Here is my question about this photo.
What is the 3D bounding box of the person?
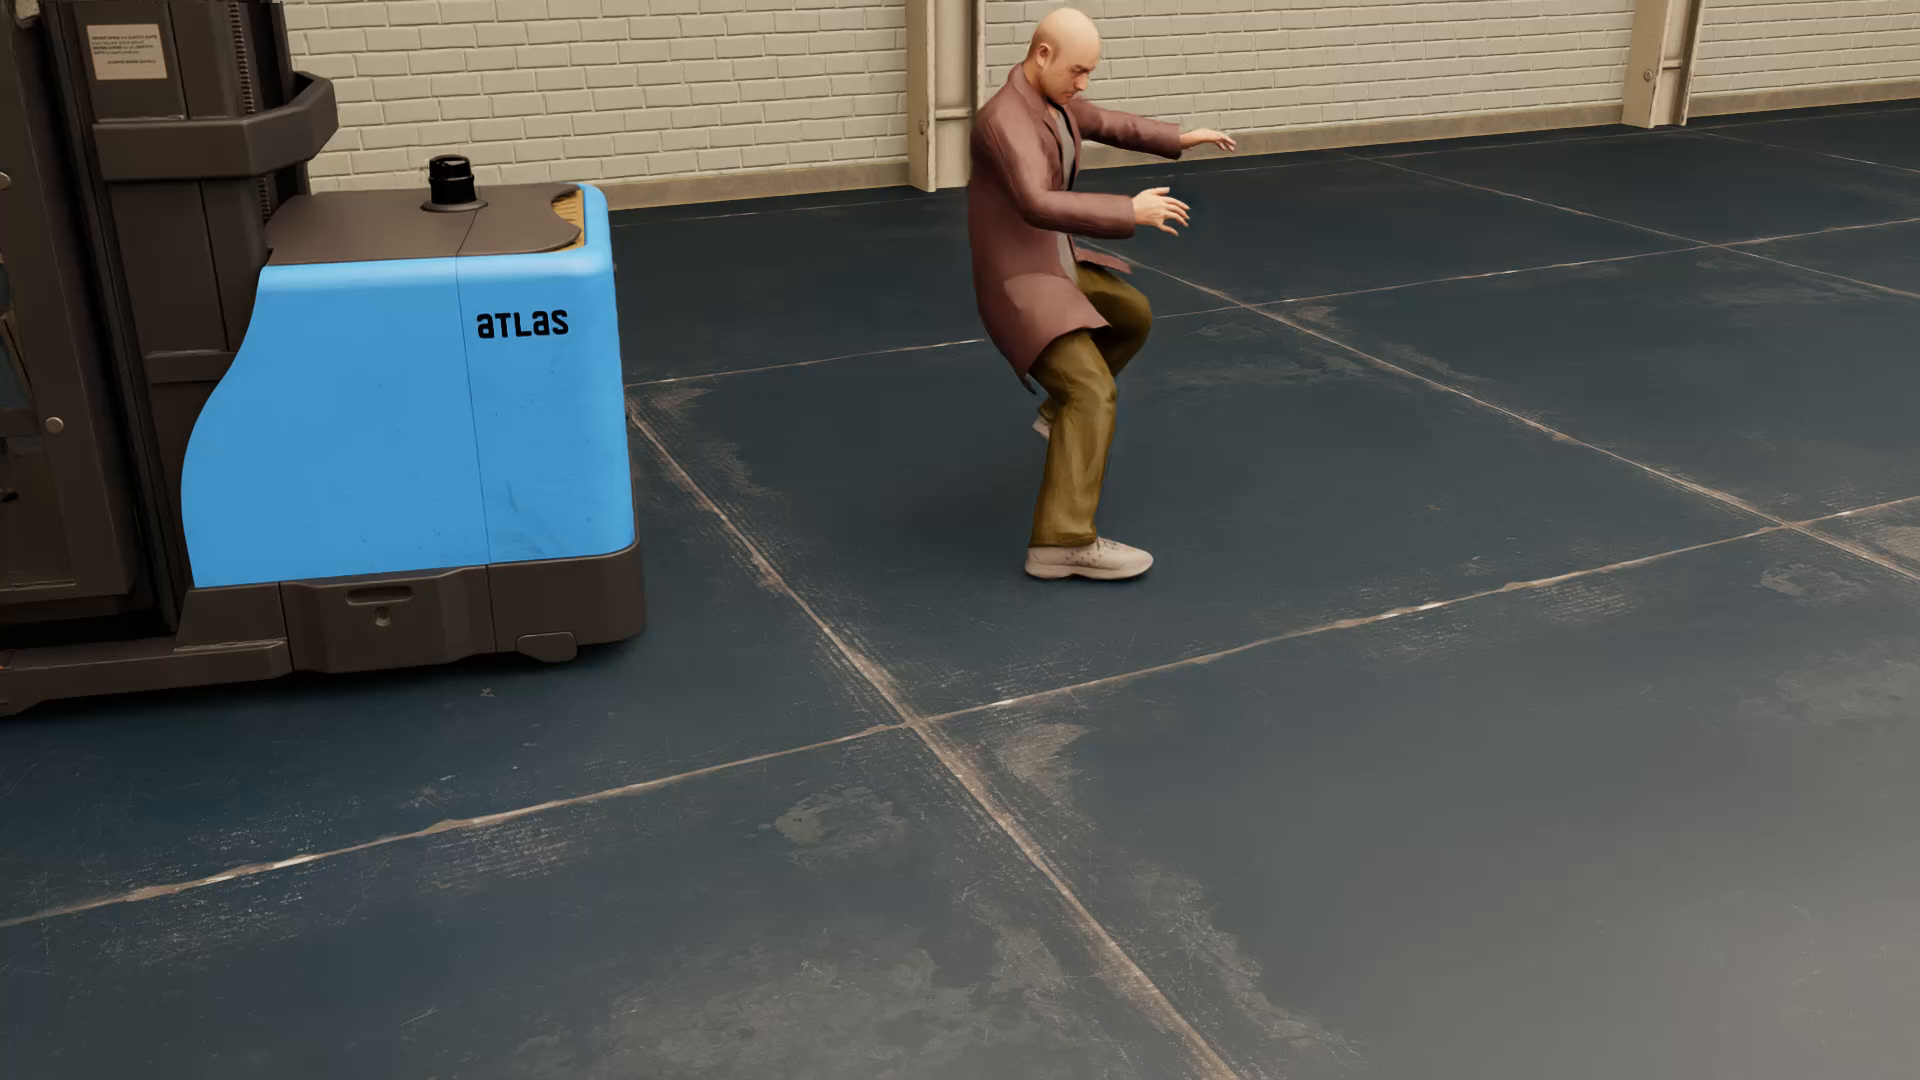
[{"bbox_3d":[0.404,-0.758,5.133,0.709,1.376,1.279,8,24,19],"label":"person"}]

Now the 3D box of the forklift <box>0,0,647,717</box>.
[{"bbox_3d":[-2.398,-1.104,3.945,3.031,2.935,1.130,-5,23,-11],"label":"forklift"}]
